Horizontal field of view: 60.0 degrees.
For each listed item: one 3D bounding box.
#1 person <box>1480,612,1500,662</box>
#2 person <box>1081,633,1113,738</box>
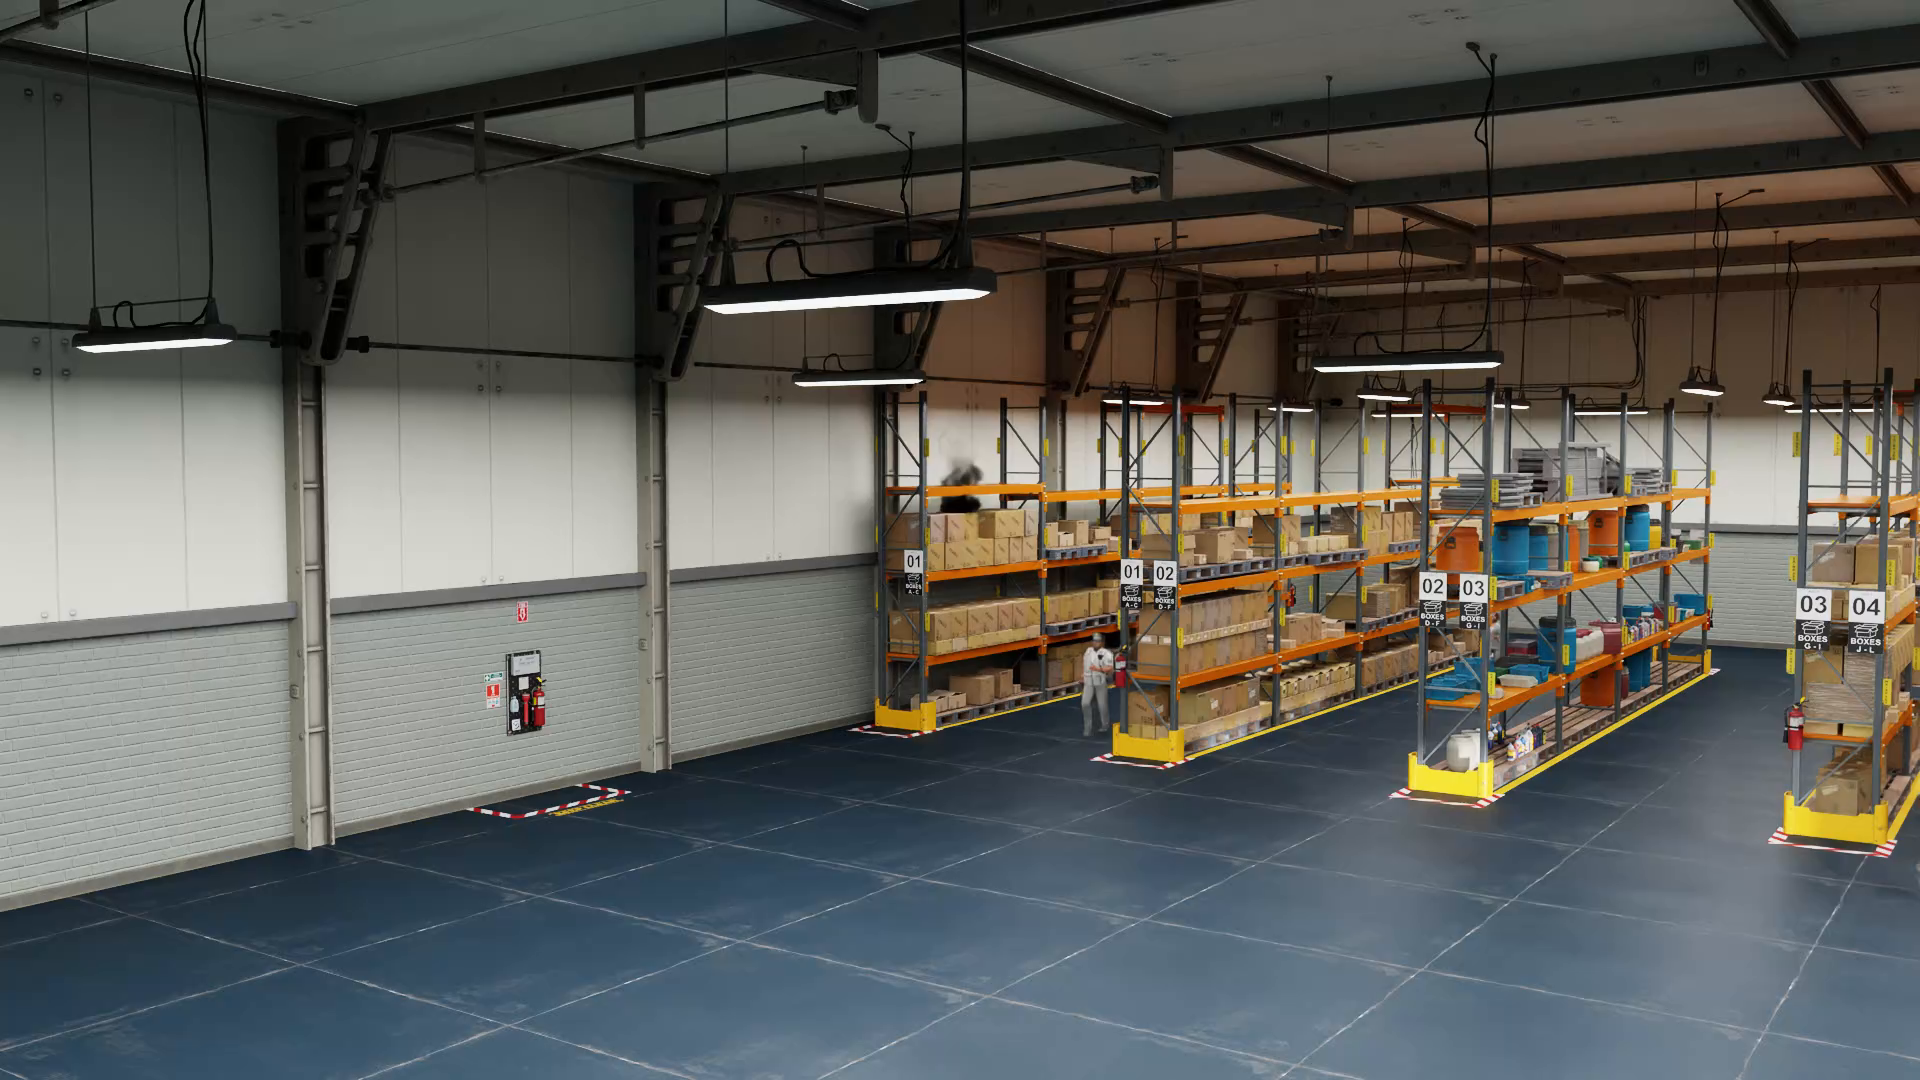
[{"bbox_3d":[11.093,2.279,34.681,0.503,1.627,0.691,1,3,22],"label":"person"},{"bbox_3d":[2.362,2.525,28.883,0.631,1.850,0.745,1,3,23],"label":"person"}]
